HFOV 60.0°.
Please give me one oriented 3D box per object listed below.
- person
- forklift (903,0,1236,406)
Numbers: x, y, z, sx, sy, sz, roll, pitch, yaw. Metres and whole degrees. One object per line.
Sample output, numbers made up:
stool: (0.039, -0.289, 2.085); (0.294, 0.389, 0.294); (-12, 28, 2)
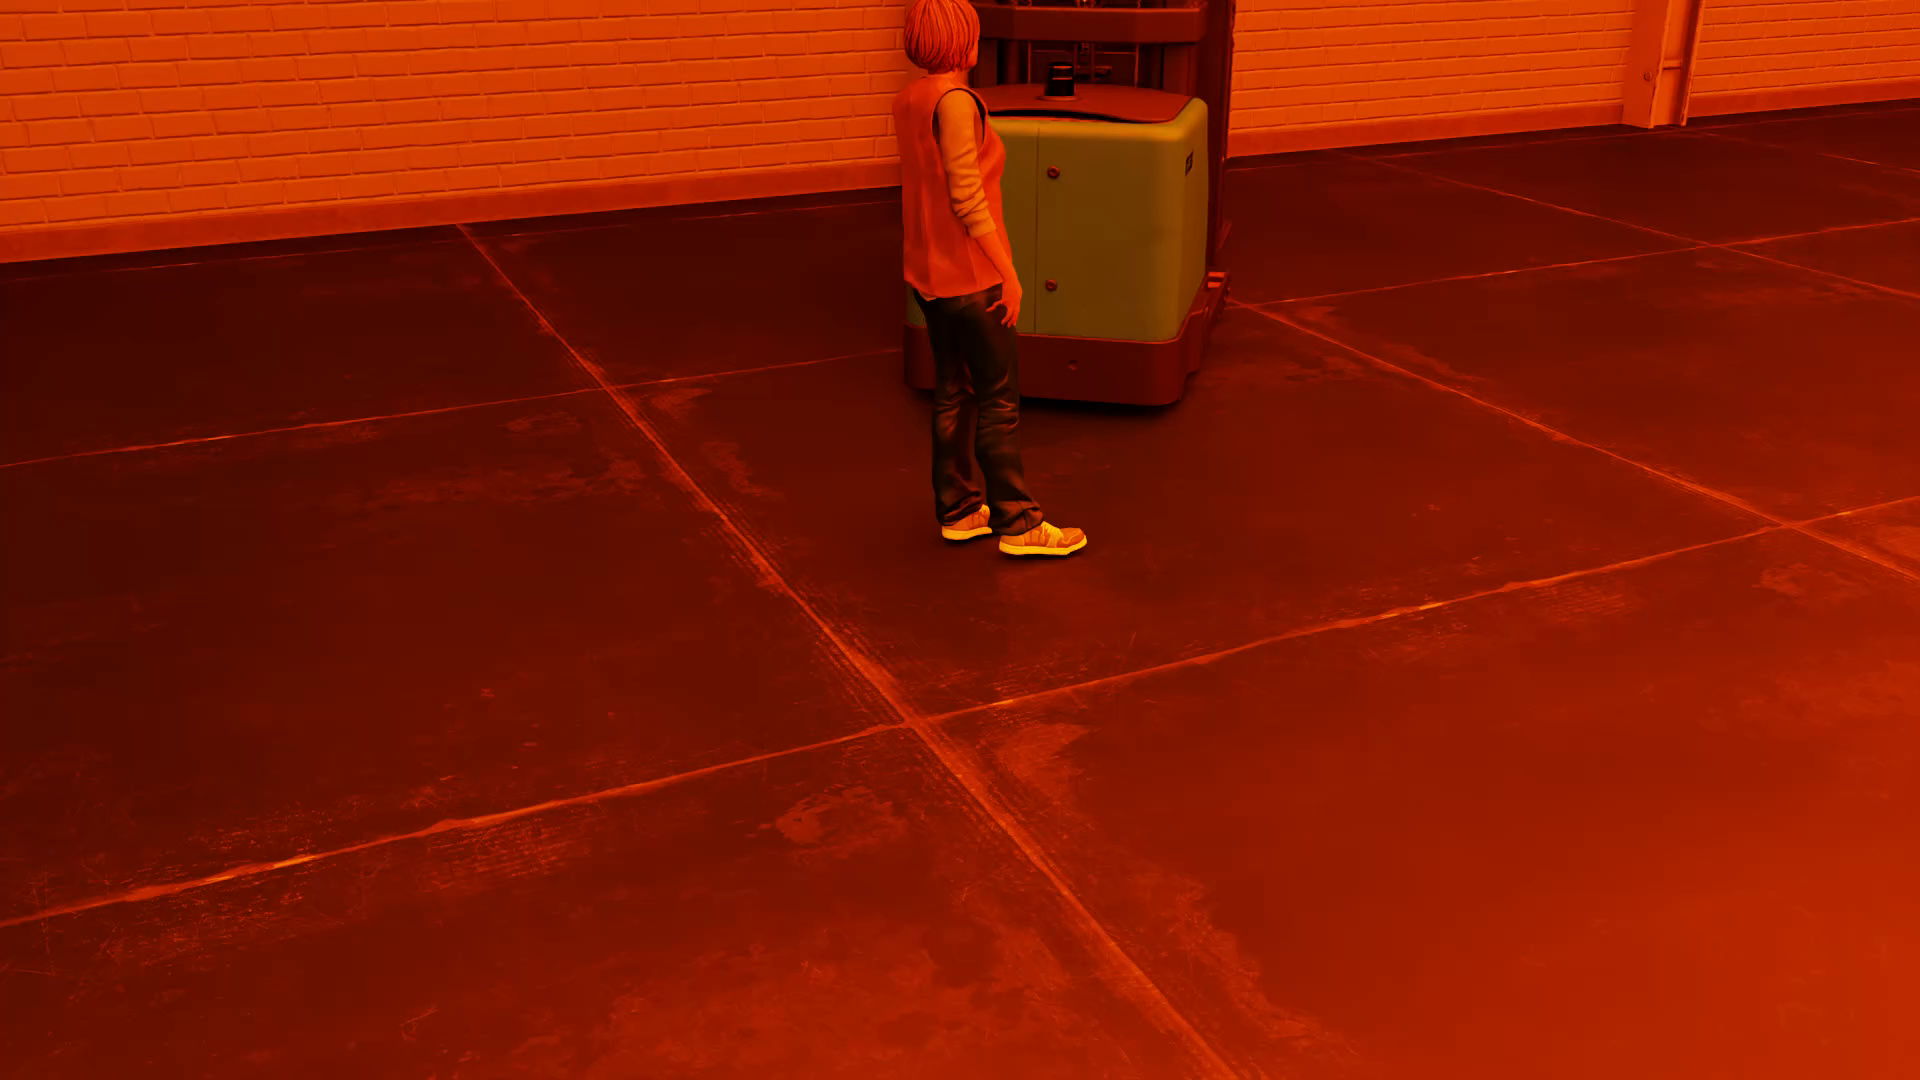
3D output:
person: (0.073, -0.751, 4.816); (0.473, 1.599, 0.521); (-10, 25, -23)
forklift: (0.634, -2.383, 7.021); (1.130, 2.935, 3.031); (5, 23, 13)
